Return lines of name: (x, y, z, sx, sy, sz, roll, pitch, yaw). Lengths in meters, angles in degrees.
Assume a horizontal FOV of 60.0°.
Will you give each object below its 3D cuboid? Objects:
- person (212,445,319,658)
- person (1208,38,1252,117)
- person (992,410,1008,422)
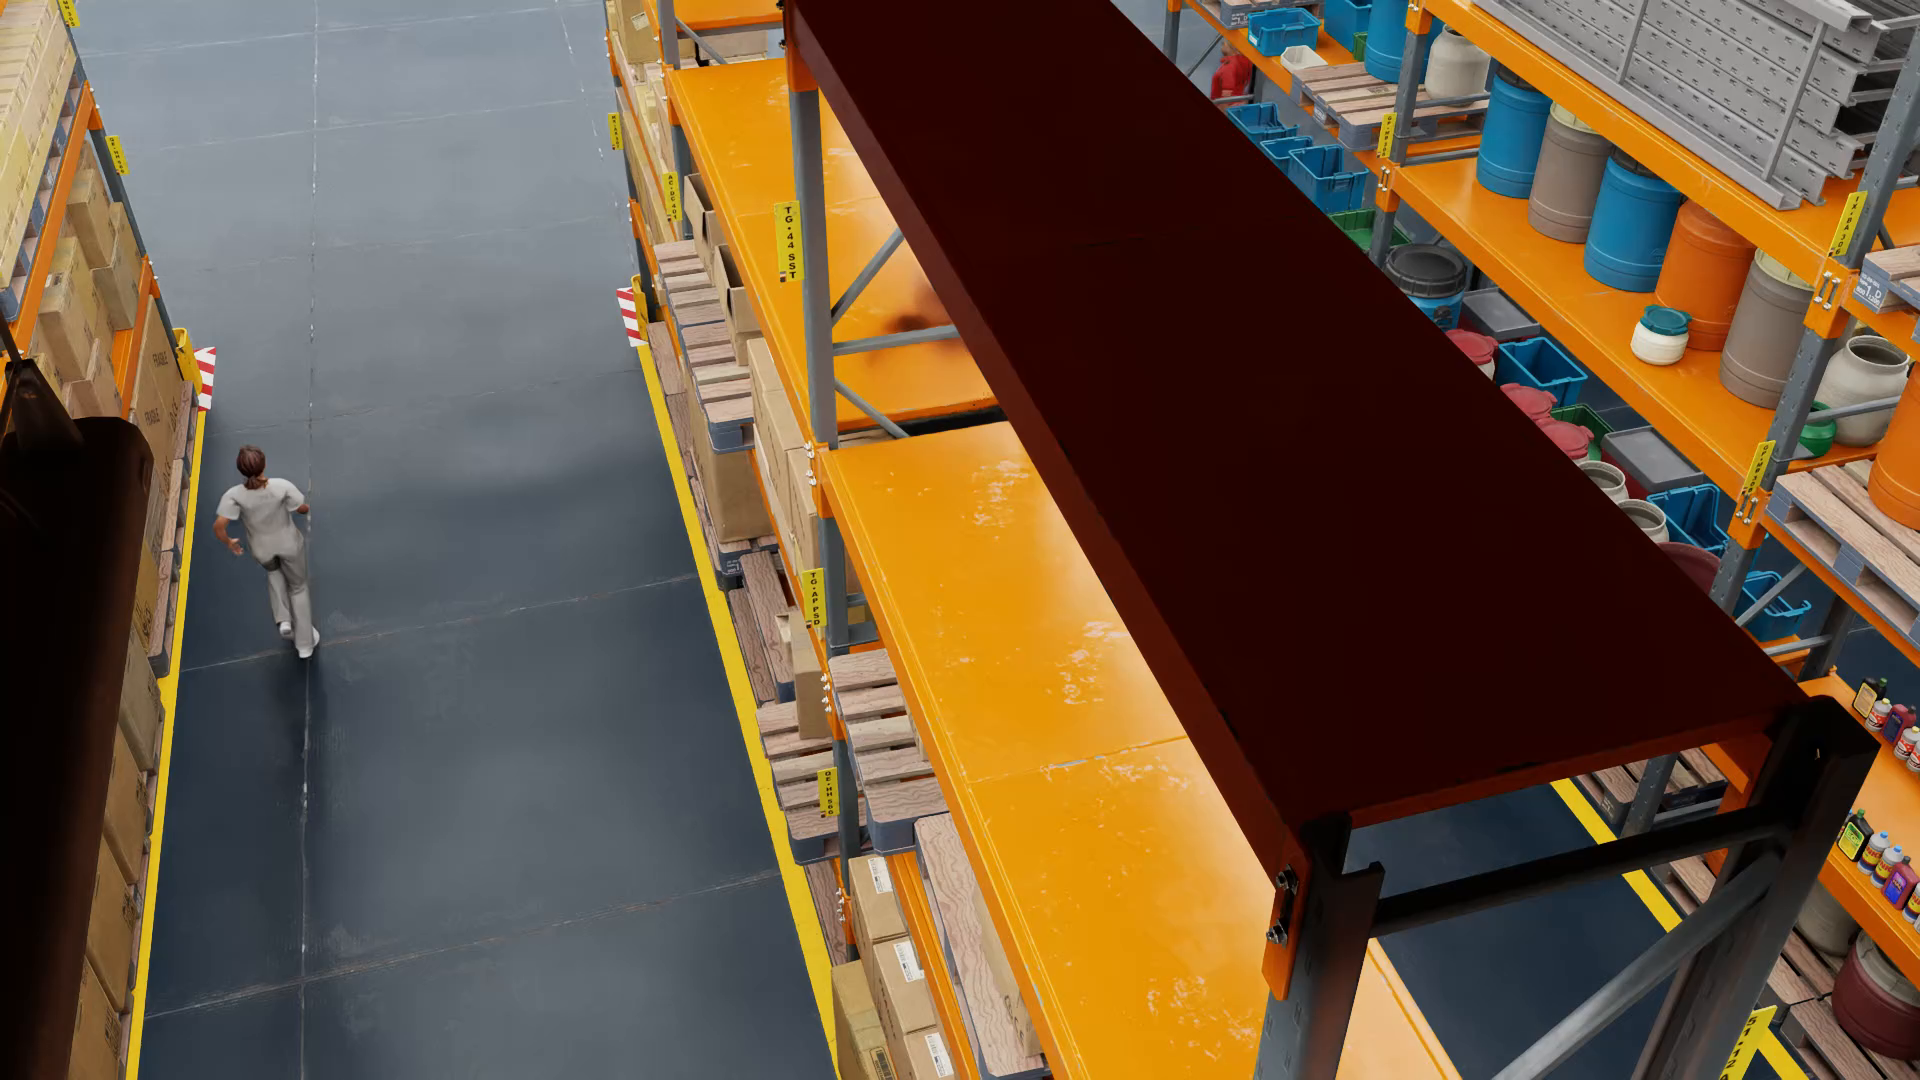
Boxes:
person: (-4.726, 0.038, 11.447, 0.584, 1.651, 0.638, -10, 39, -12)
person: (2.733, -4.332, 16.949, 0.626, 1.684, 0.696, 24, 44, 27)
person: (0.033, -0.478, 12.019, 0.686, 1.721, 0.593, -15, 41, -18)
